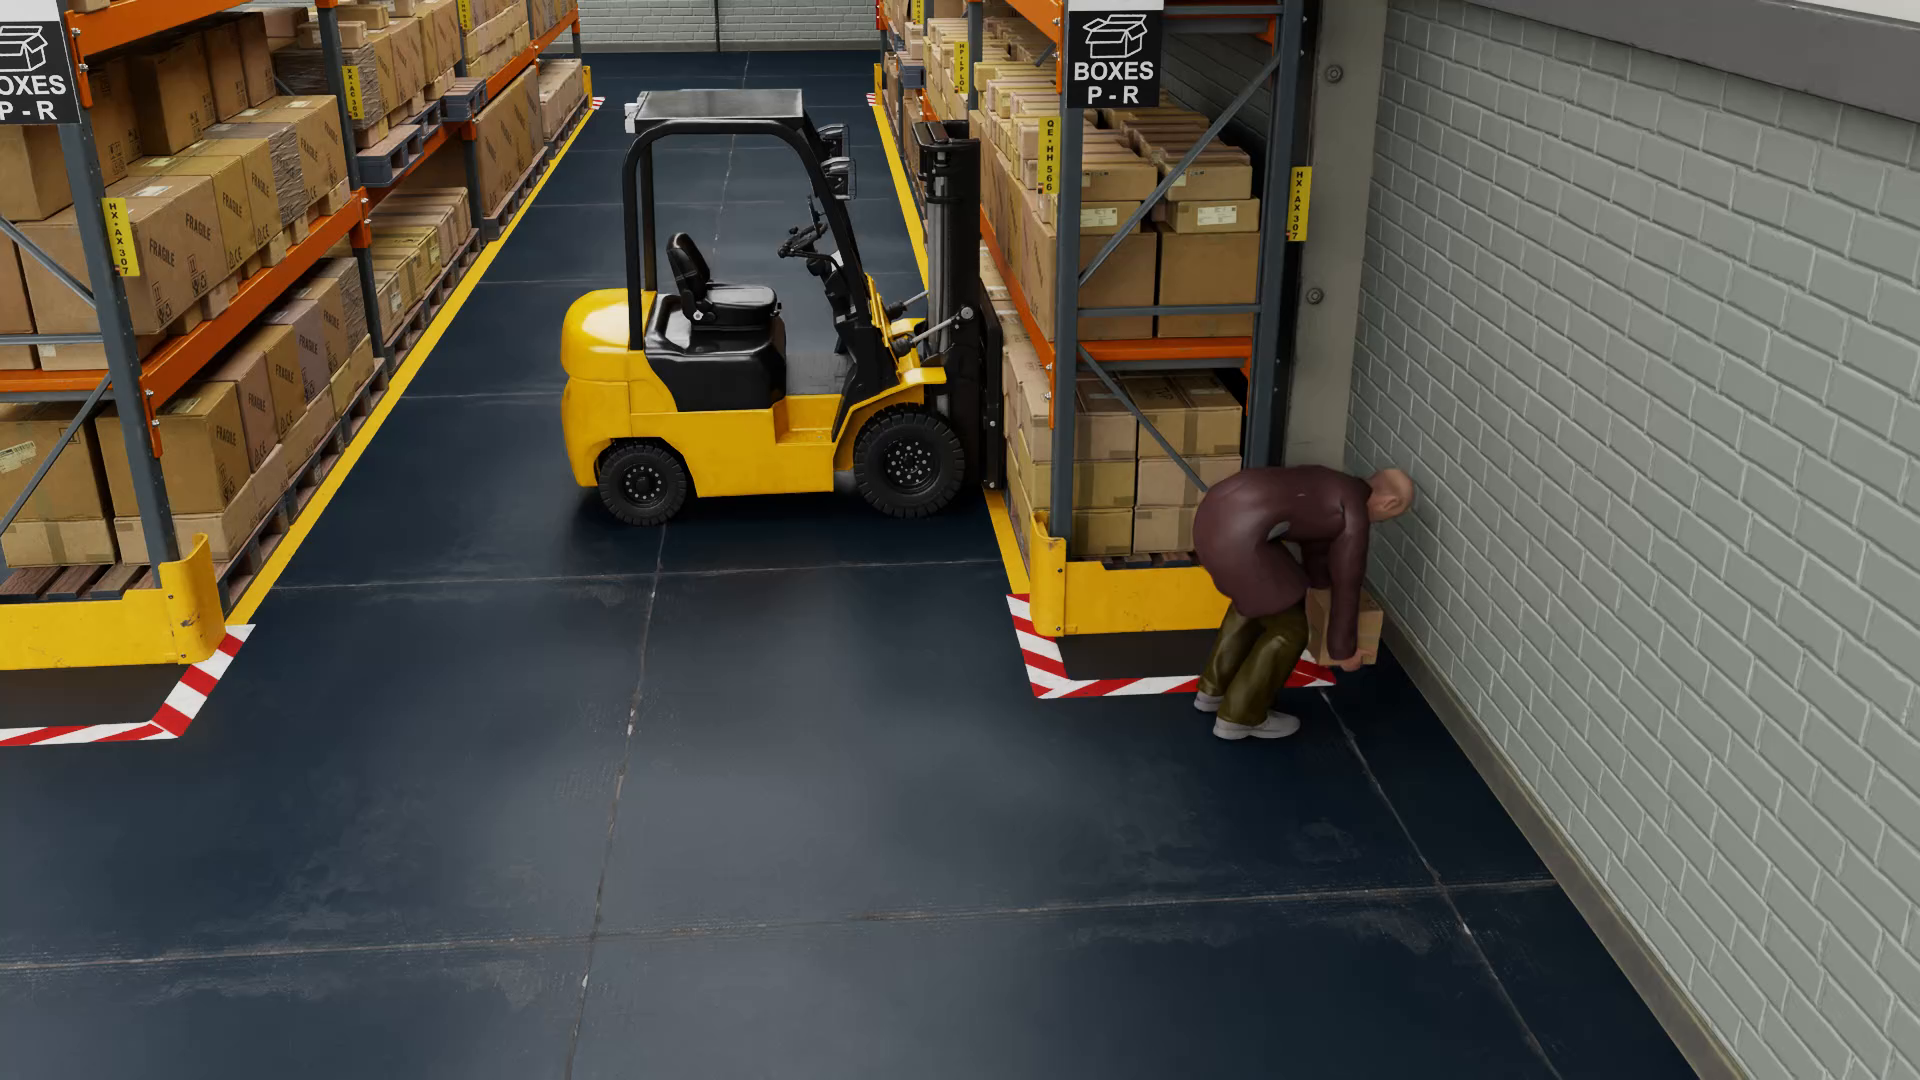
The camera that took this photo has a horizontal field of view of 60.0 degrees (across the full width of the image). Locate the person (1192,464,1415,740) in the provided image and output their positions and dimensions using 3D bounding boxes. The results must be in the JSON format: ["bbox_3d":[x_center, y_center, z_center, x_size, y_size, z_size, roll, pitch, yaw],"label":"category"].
[{"bbox_3d":[1.415,0.225,6.918,0.950,1.127,0.571,-6,24,-14],"label":"person"}]
